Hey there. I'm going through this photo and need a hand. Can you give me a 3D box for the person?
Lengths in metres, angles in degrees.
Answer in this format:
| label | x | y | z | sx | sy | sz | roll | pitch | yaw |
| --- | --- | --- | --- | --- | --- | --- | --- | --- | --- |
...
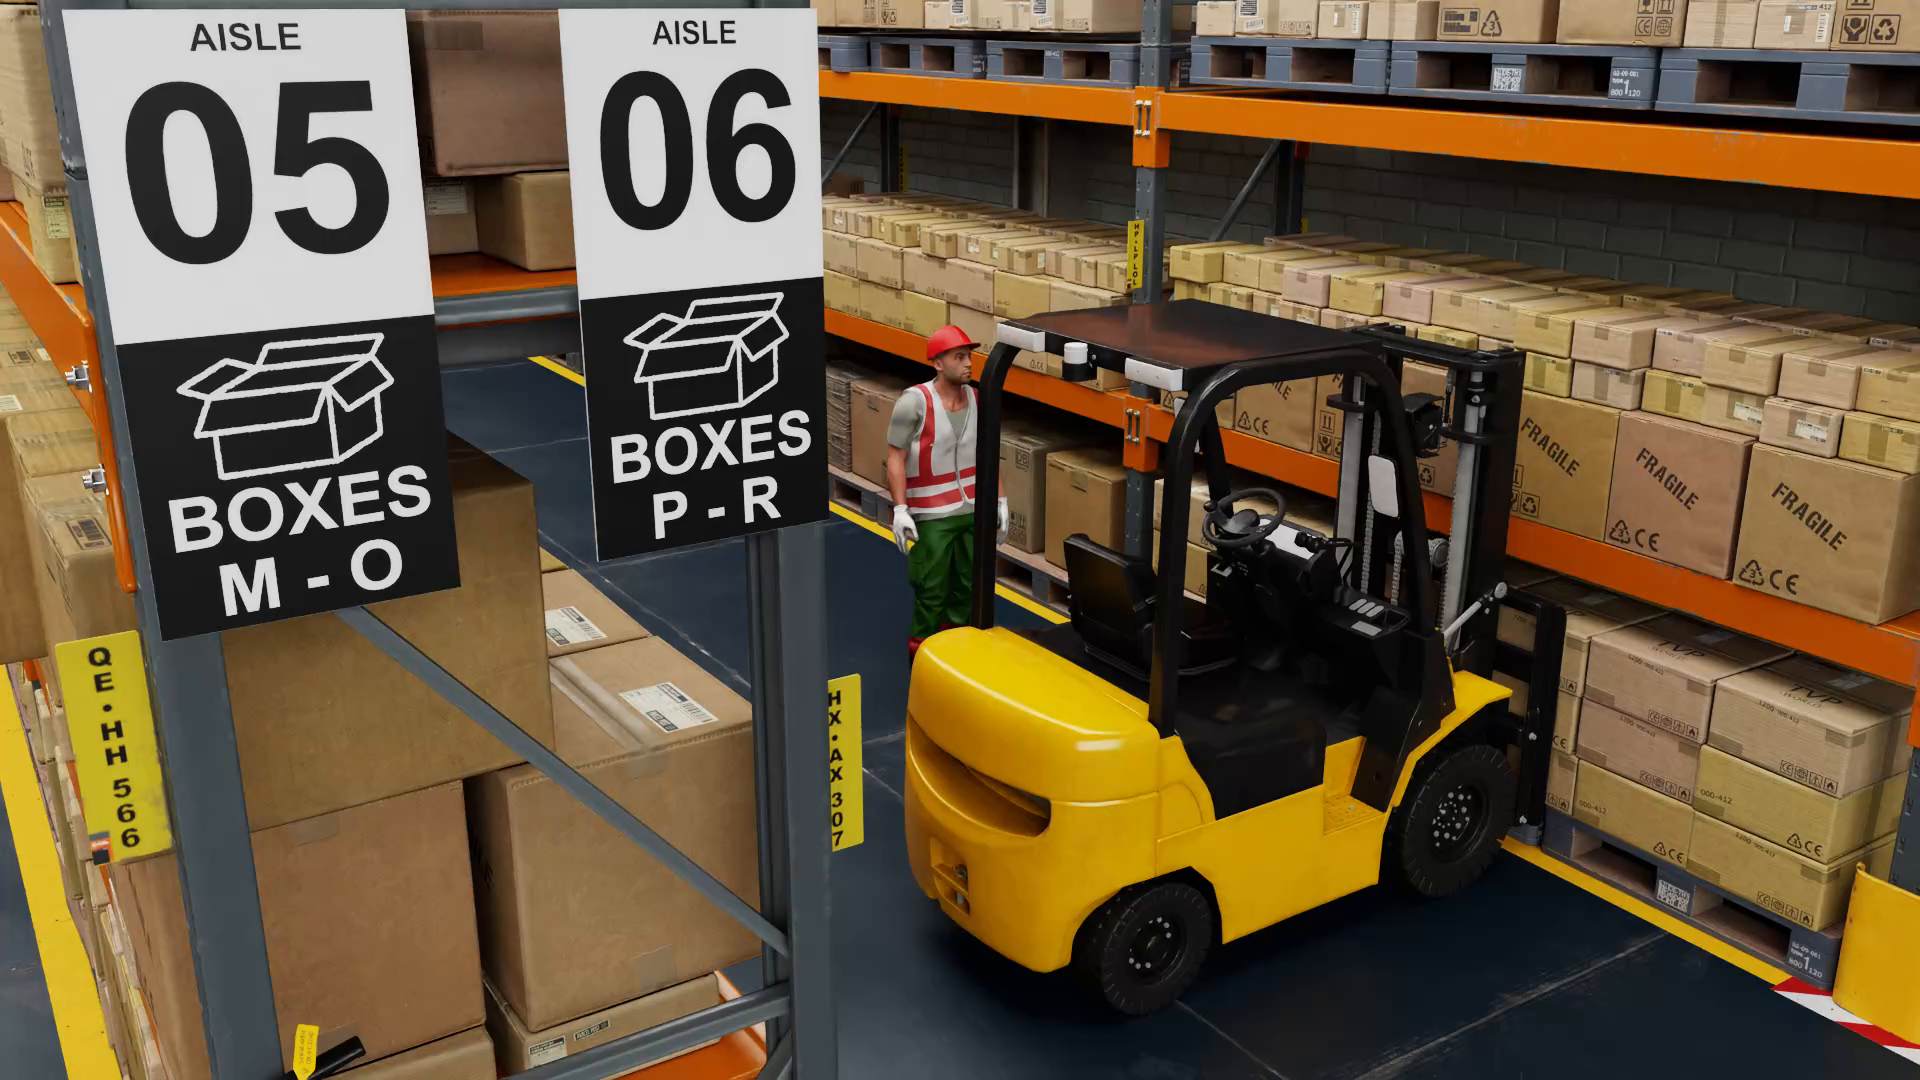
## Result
| label | x | y | z | sx | sy | sz | roll | pitch | yaw |
| --- | --- | --- | --- | --- | --- | --- | --- | --- | --- |
| person | -0.013 | -0.093 | 7.774 | 0.638 | 1.787 | 0.565 | -11 | 21 | -31 |
